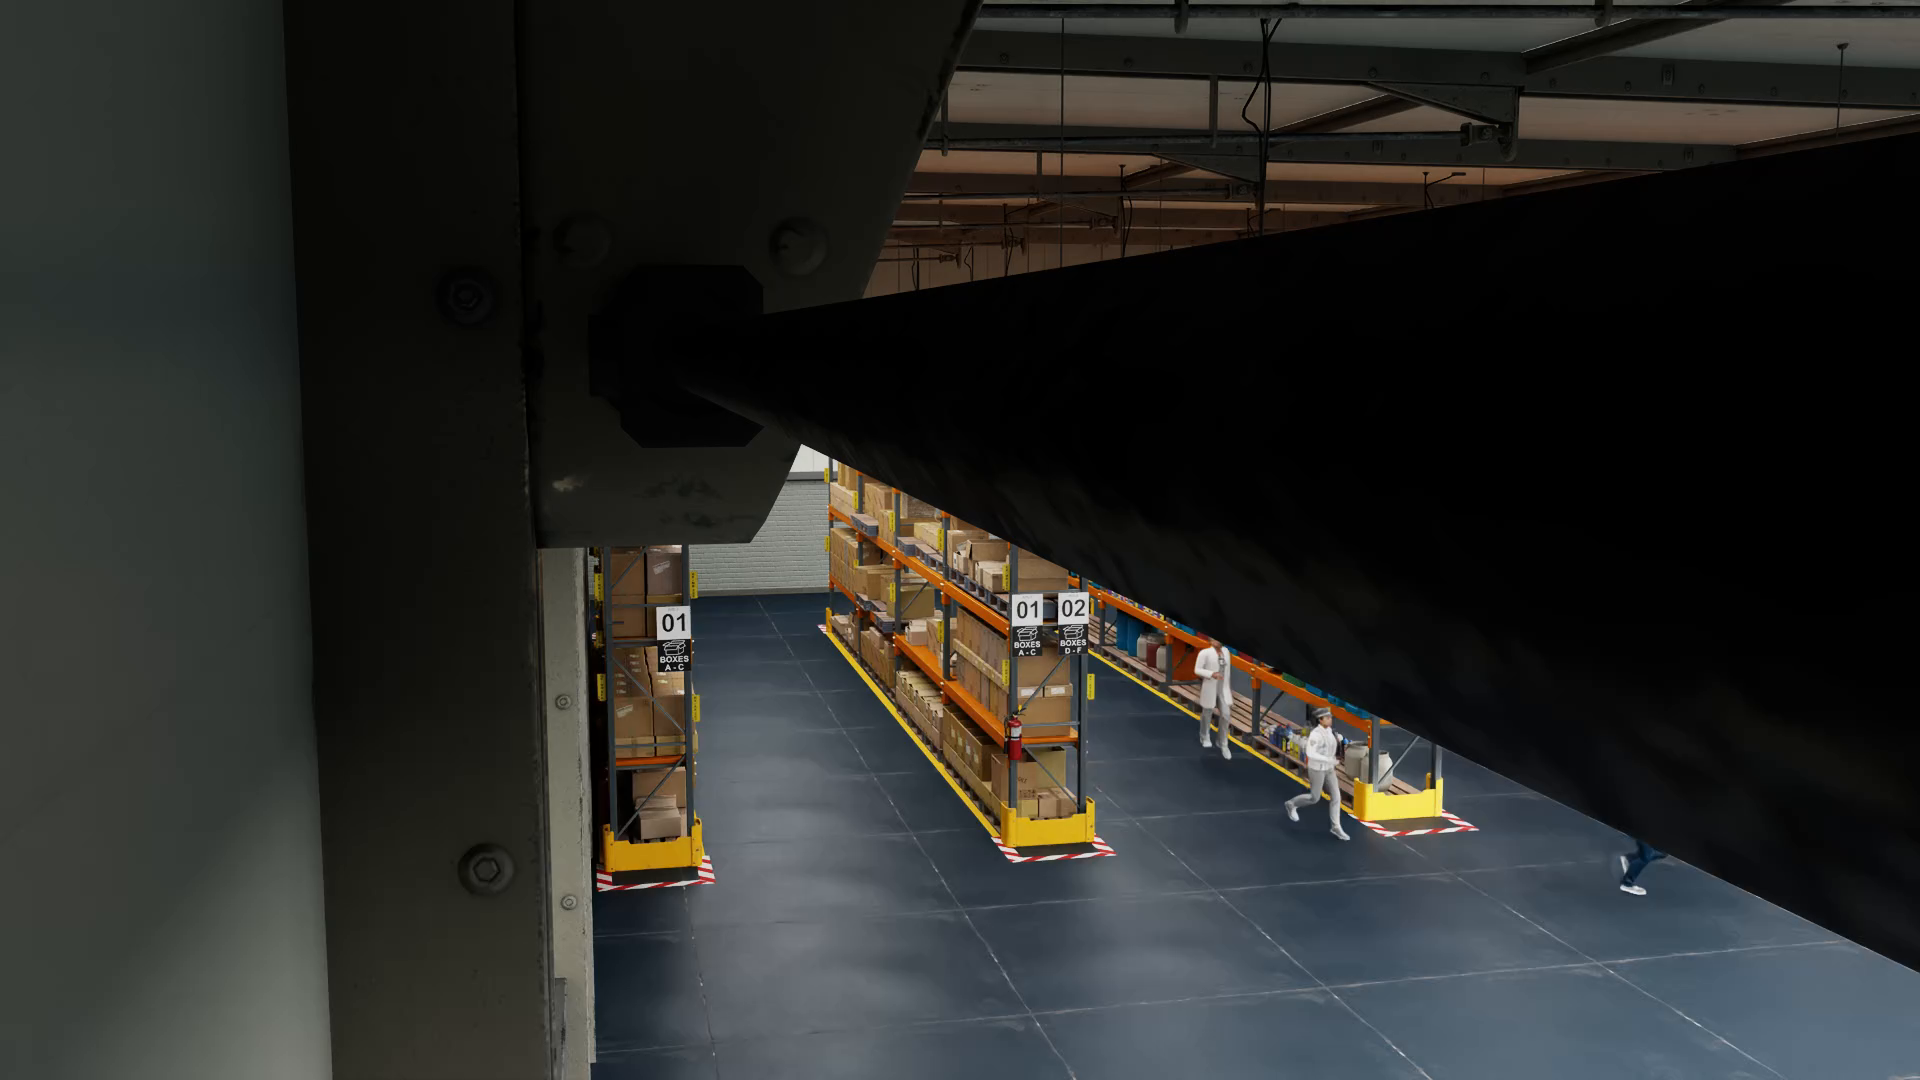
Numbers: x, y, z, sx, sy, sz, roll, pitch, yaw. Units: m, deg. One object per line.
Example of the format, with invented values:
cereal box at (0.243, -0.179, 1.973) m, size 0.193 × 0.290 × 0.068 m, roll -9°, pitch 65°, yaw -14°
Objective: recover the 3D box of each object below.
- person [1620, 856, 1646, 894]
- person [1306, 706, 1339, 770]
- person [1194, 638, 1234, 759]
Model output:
person at (7.924, 3.324, 19.036) m, size 0.640 × 1.531 × 0.517 m, roll 3°, pitch 7°, yaw 23°
person at (4.641, 2.530, 21.376) m, size 0.418 × 0.831 × 0.632 m, roll 6°, pitch 9°, yaw 42°
person at (3.781, 2.293, 24.683) m, size 0.689 × 1.884 × 0.821 m, roll -2°, pitch 7°, yaw -16°
